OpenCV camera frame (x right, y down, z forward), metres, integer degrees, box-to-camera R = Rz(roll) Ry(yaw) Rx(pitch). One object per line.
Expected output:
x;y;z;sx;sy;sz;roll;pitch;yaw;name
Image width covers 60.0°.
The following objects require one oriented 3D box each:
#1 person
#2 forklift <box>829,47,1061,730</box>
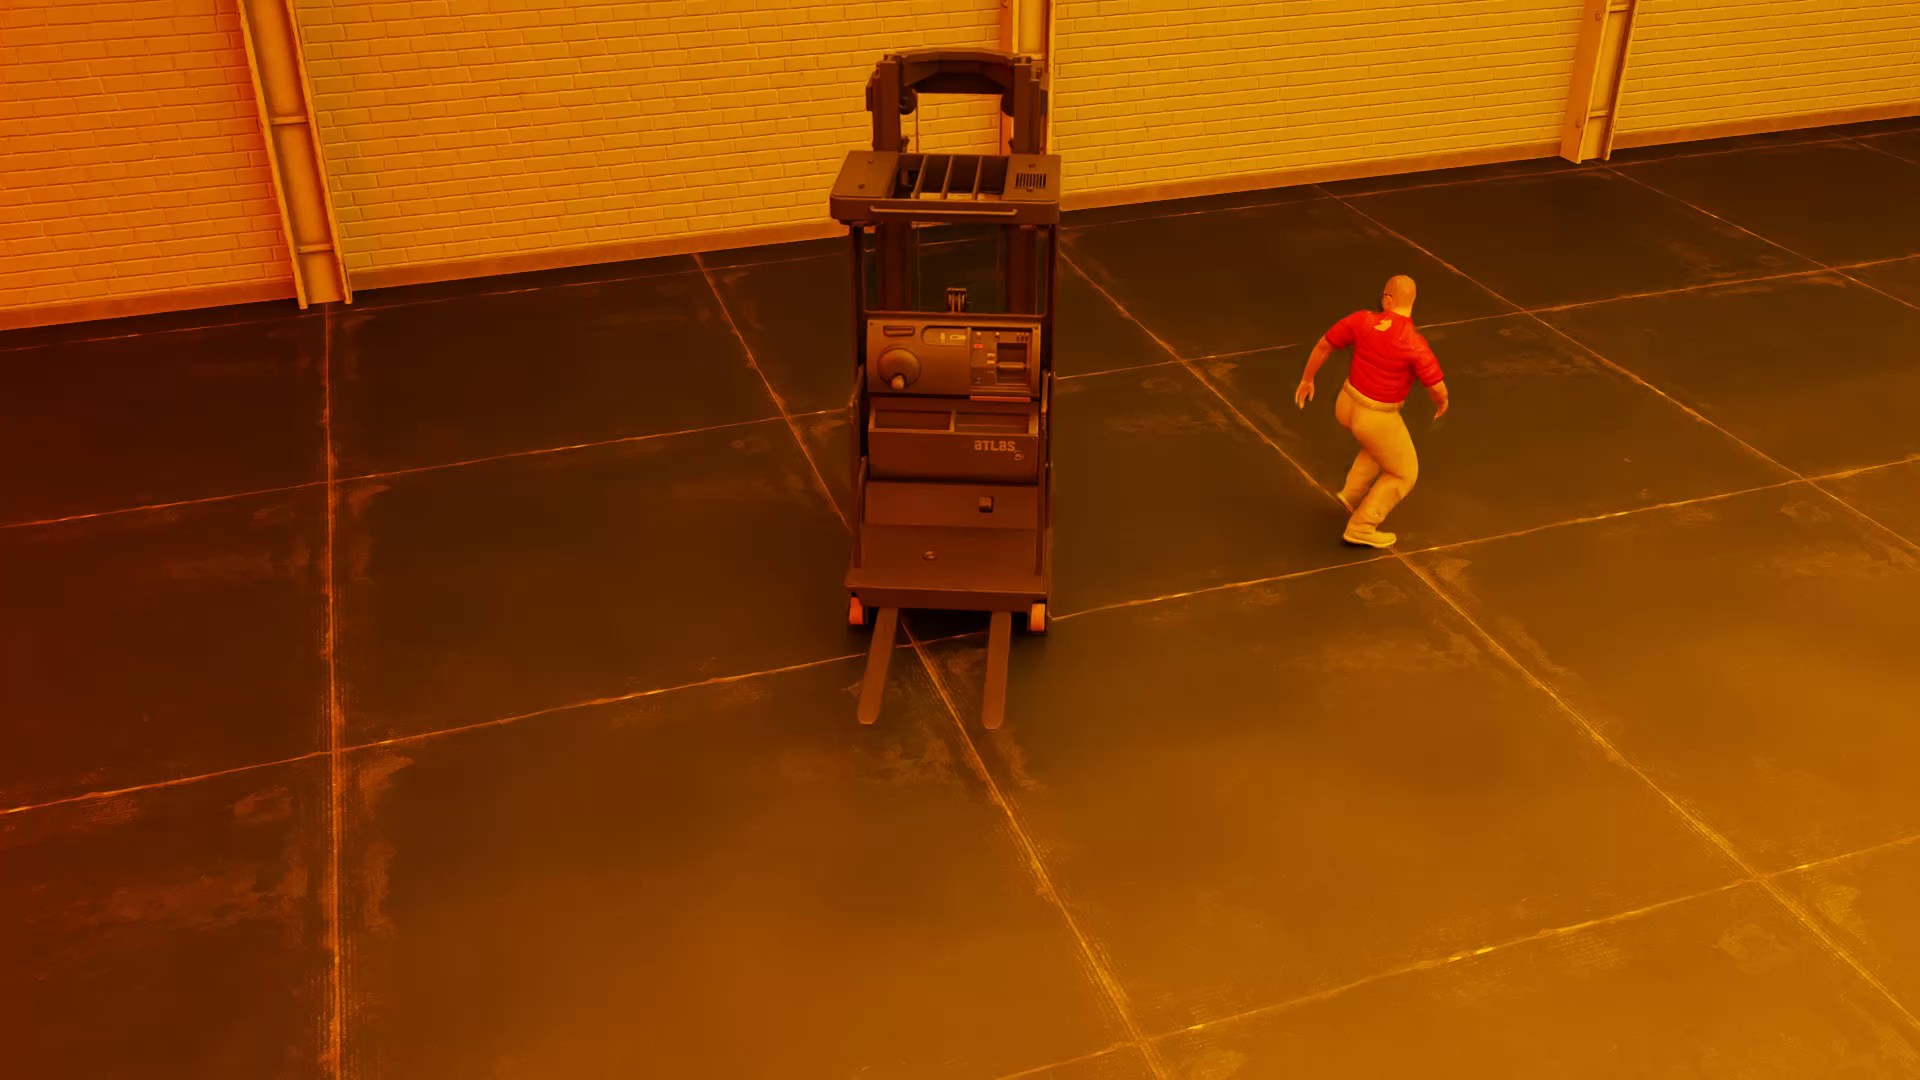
2.444;-0.742;9.703;0.733;1.691;0.723;-13;33;-22;person
-0.047;-0.933;8.708;1.130;2.935;3.031;2;30;3;forklift
